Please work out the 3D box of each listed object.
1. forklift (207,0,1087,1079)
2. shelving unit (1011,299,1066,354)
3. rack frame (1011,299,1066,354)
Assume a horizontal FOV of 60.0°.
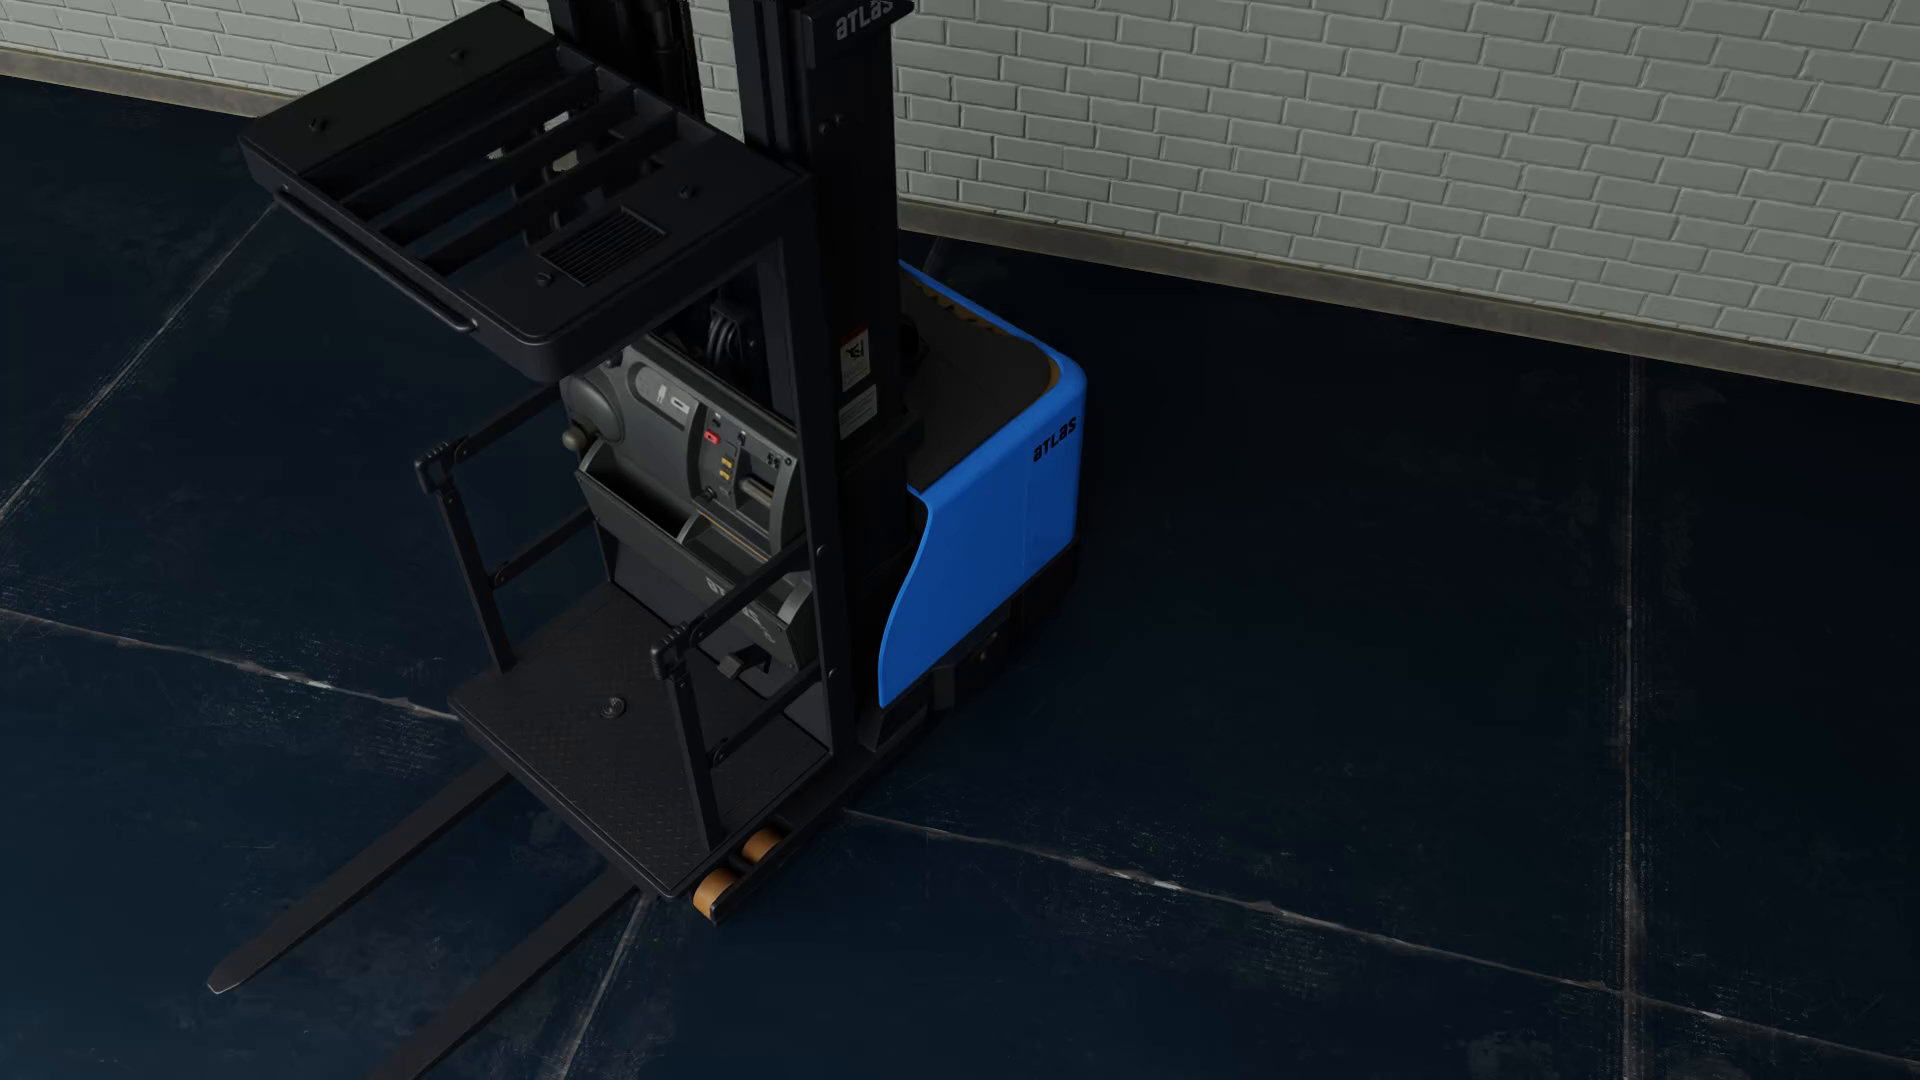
[{"bbox_3d":[-0.932,-0.221,4.490,1.130,2.935,3.031,34,57,26],"label":"forklift"},{"bbox_3d":[0.202,-0.423,6.024,0.258,0.900,0.210,34,57,26],"label":"shelving unit"},{"bbox_3d":[0.270,-0.480,6.074,0.240,0.900,0.006,34,57,26],"label":"rack frame"}]
